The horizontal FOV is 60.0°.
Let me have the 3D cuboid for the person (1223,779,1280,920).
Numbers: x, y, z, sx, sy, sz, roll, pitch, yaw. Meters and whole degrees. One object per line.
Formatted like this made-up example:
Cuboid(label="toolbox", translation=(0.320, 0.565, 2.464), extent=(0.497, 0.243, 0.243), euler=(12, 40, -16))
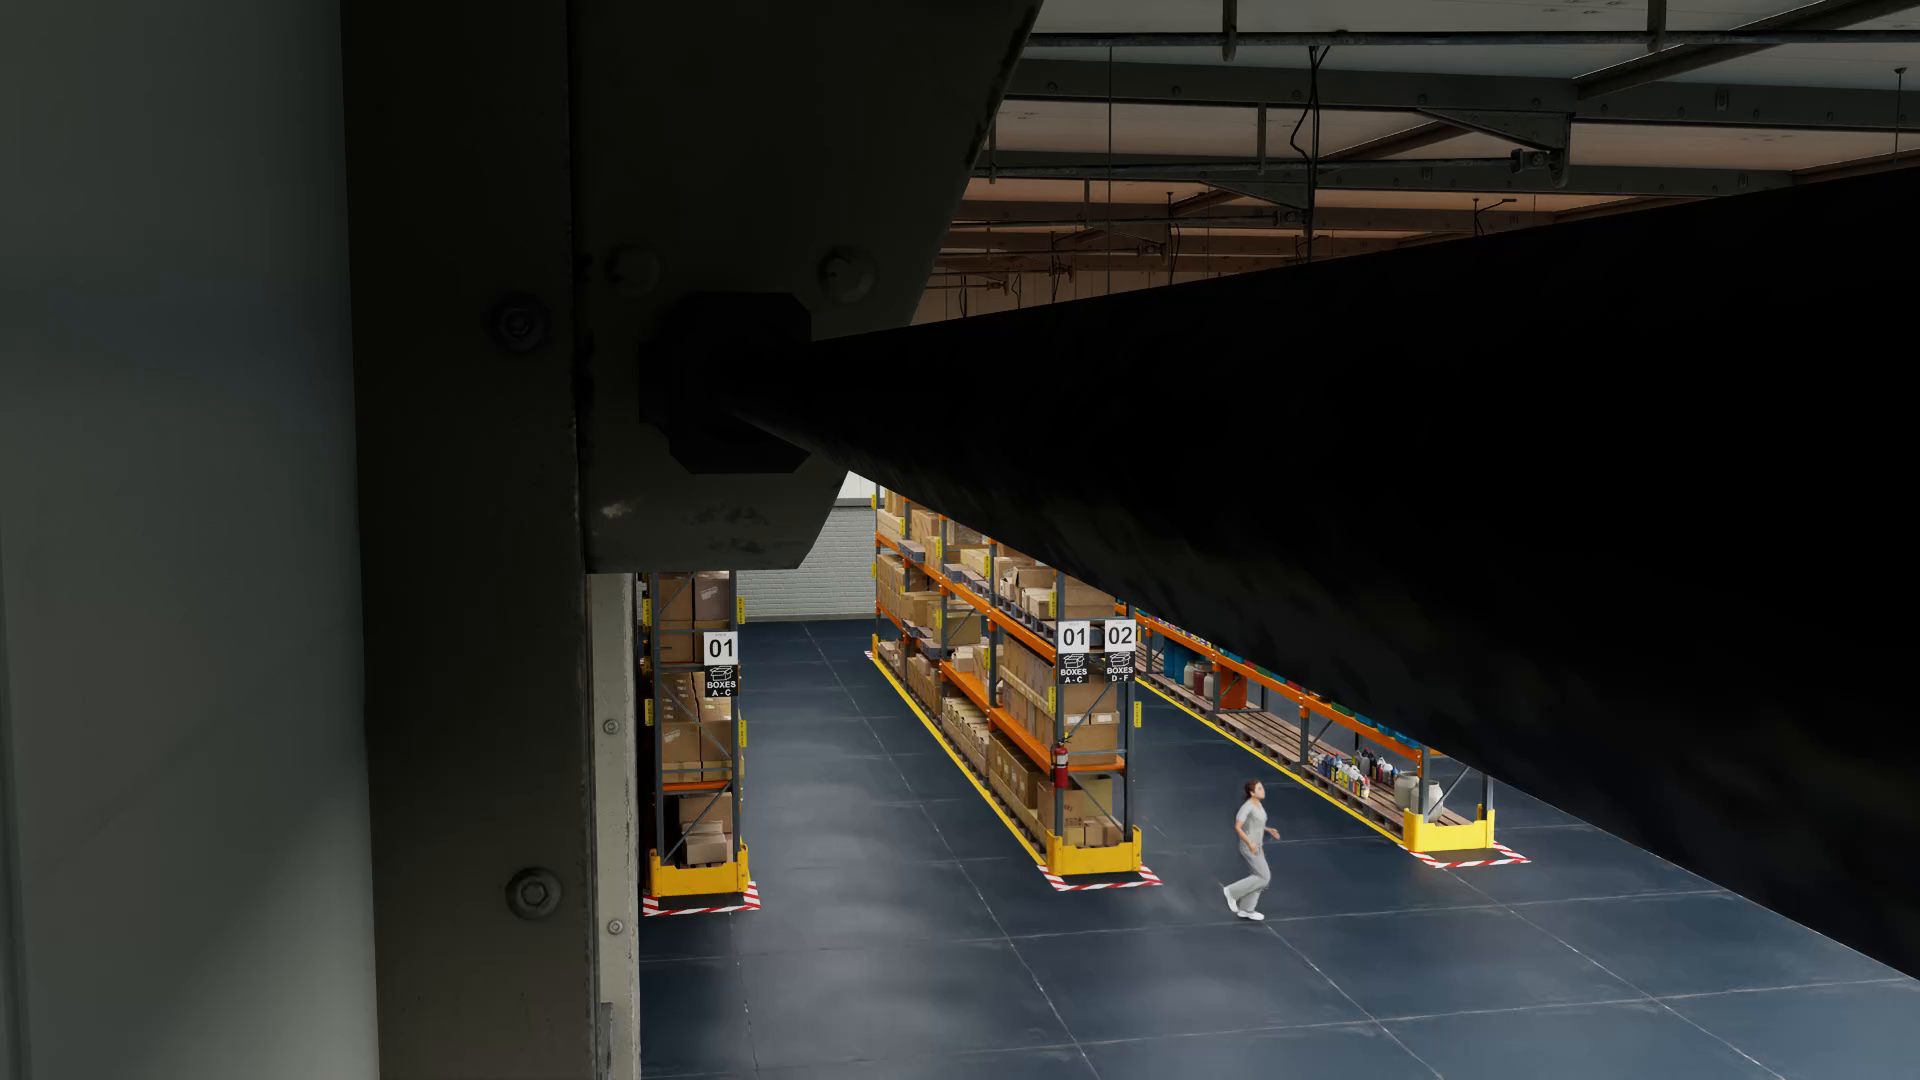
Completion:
Cuboid(label="person", translation=(3.375, 3.556, 19.203), extent=(0.593, 1.637, 0.557), euler=(2, 6, 23))
